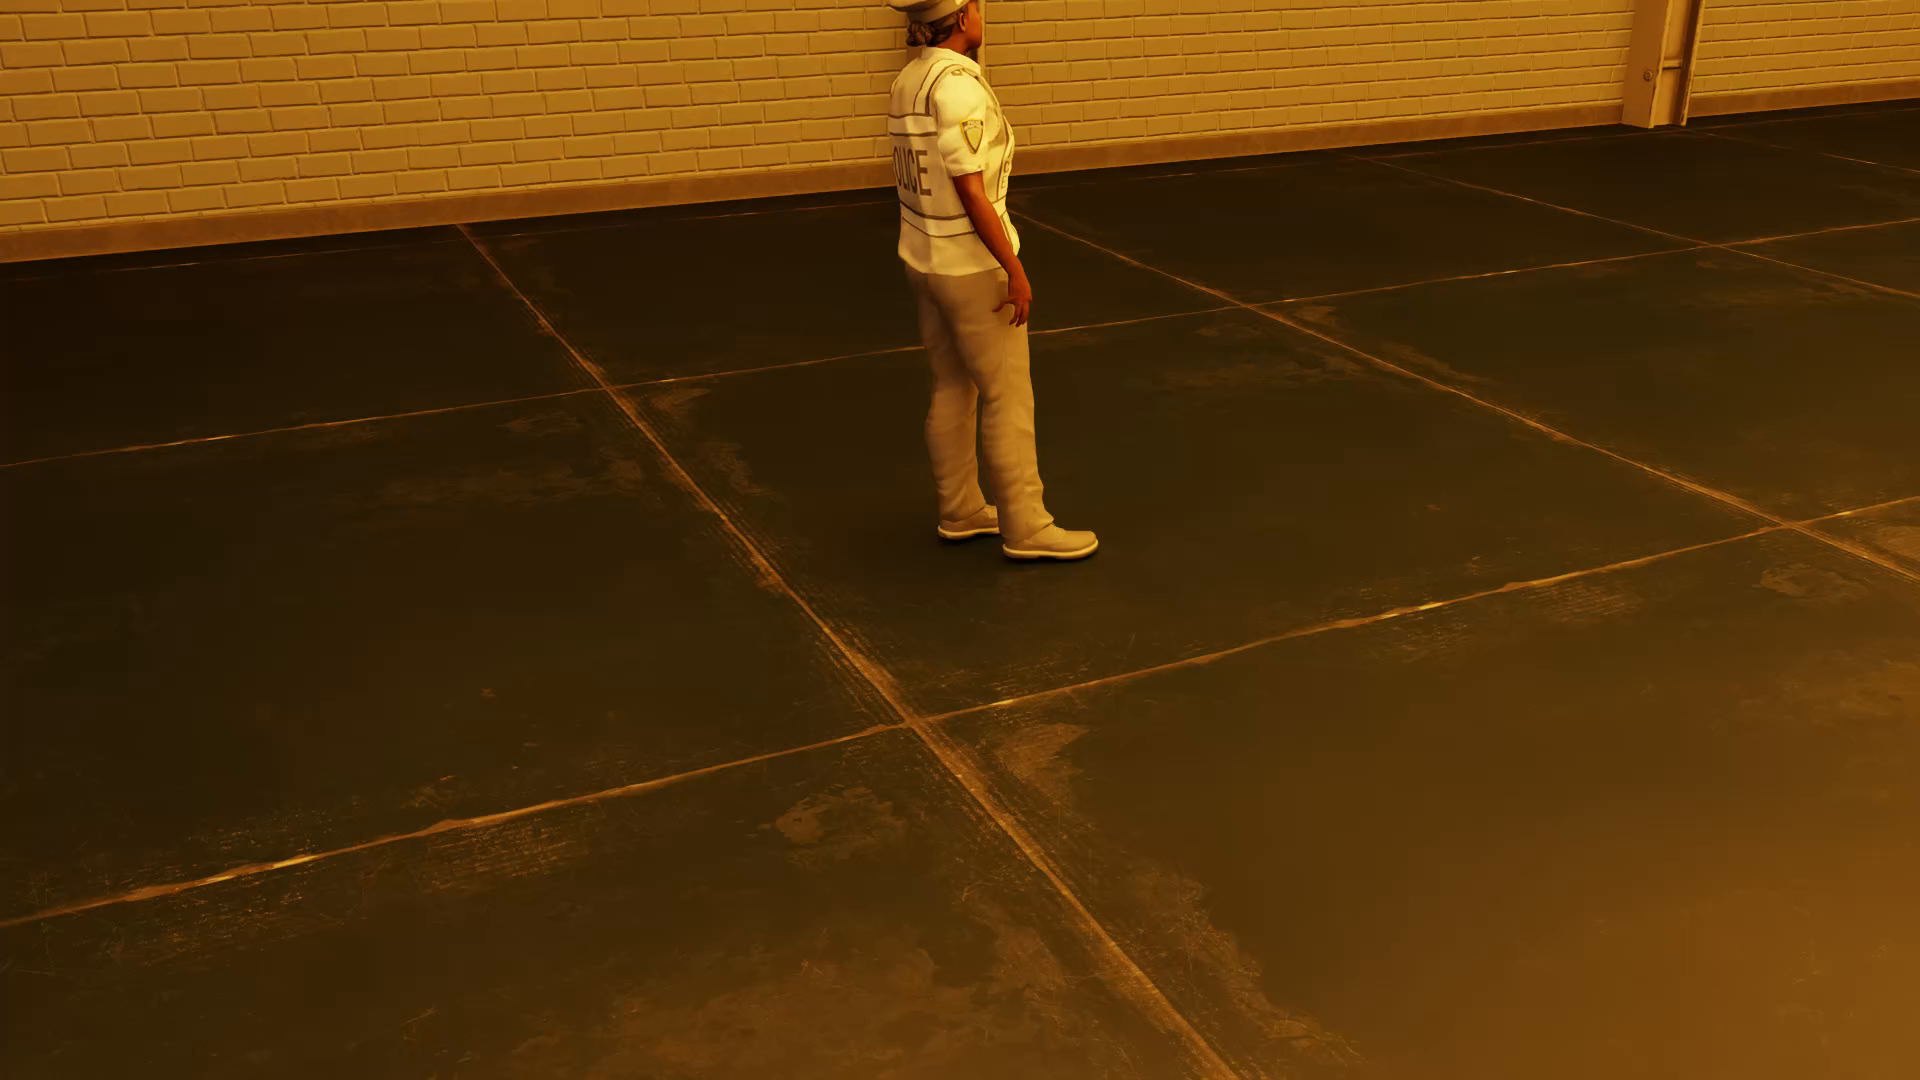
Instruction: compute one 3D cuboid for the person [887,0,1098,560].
[{"bbox_3d":[0.076,-0.794,4.791,0.530,1.695,0.569,-10,25,-23],"label":"person"}]
